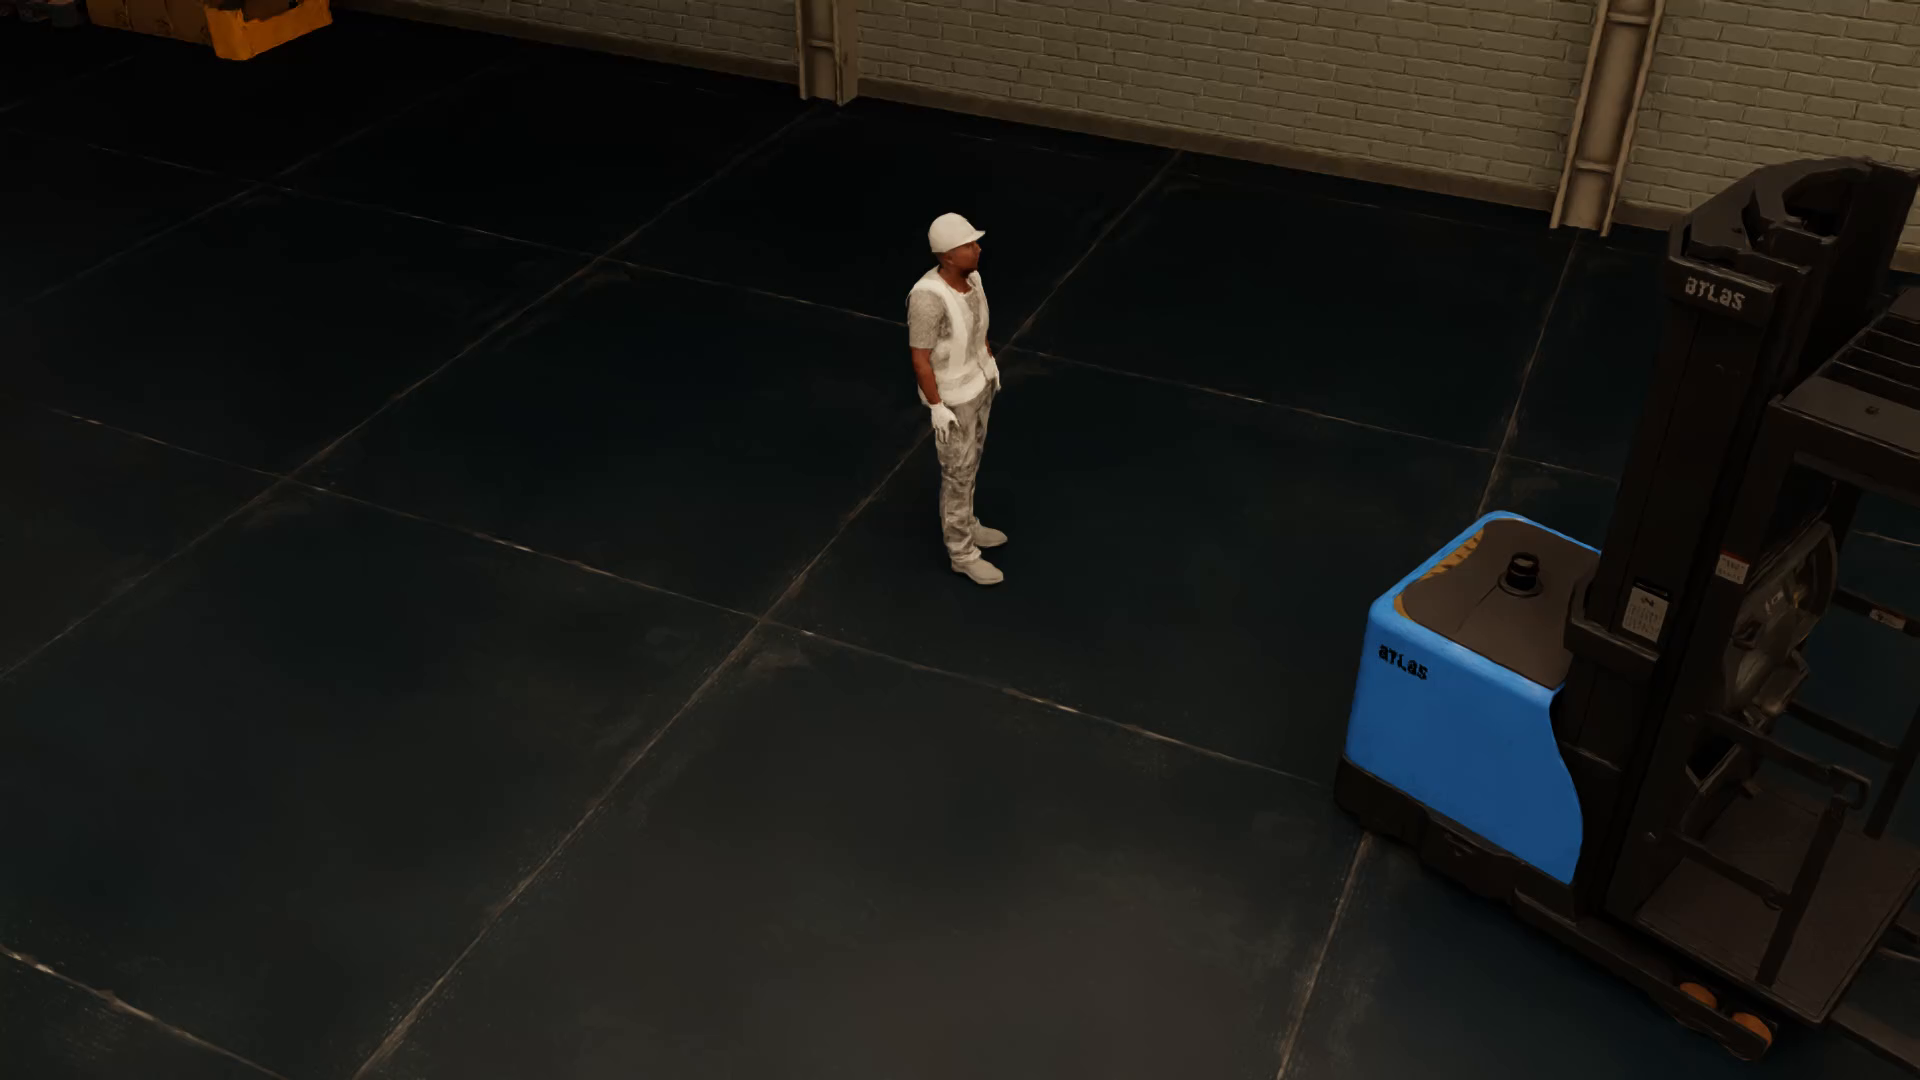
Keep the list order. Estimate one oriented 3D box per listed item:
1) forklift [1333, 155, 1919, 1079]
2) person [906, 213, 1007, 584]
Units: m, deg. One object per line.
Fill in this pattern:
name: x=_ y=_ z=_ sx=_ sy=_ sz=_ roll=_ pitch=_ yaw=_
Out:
forklift: x=2.972 y=0.333 z=5.620 sx=3.031 sy=2.935 sz=1.130 roll=30 pitch=45 yaw=35
person: x=0.062 y=-0.710 z=8.059 sx=0.576 sy=1.782 sz=0.655 roll=15 pitch=38 yaw=20
